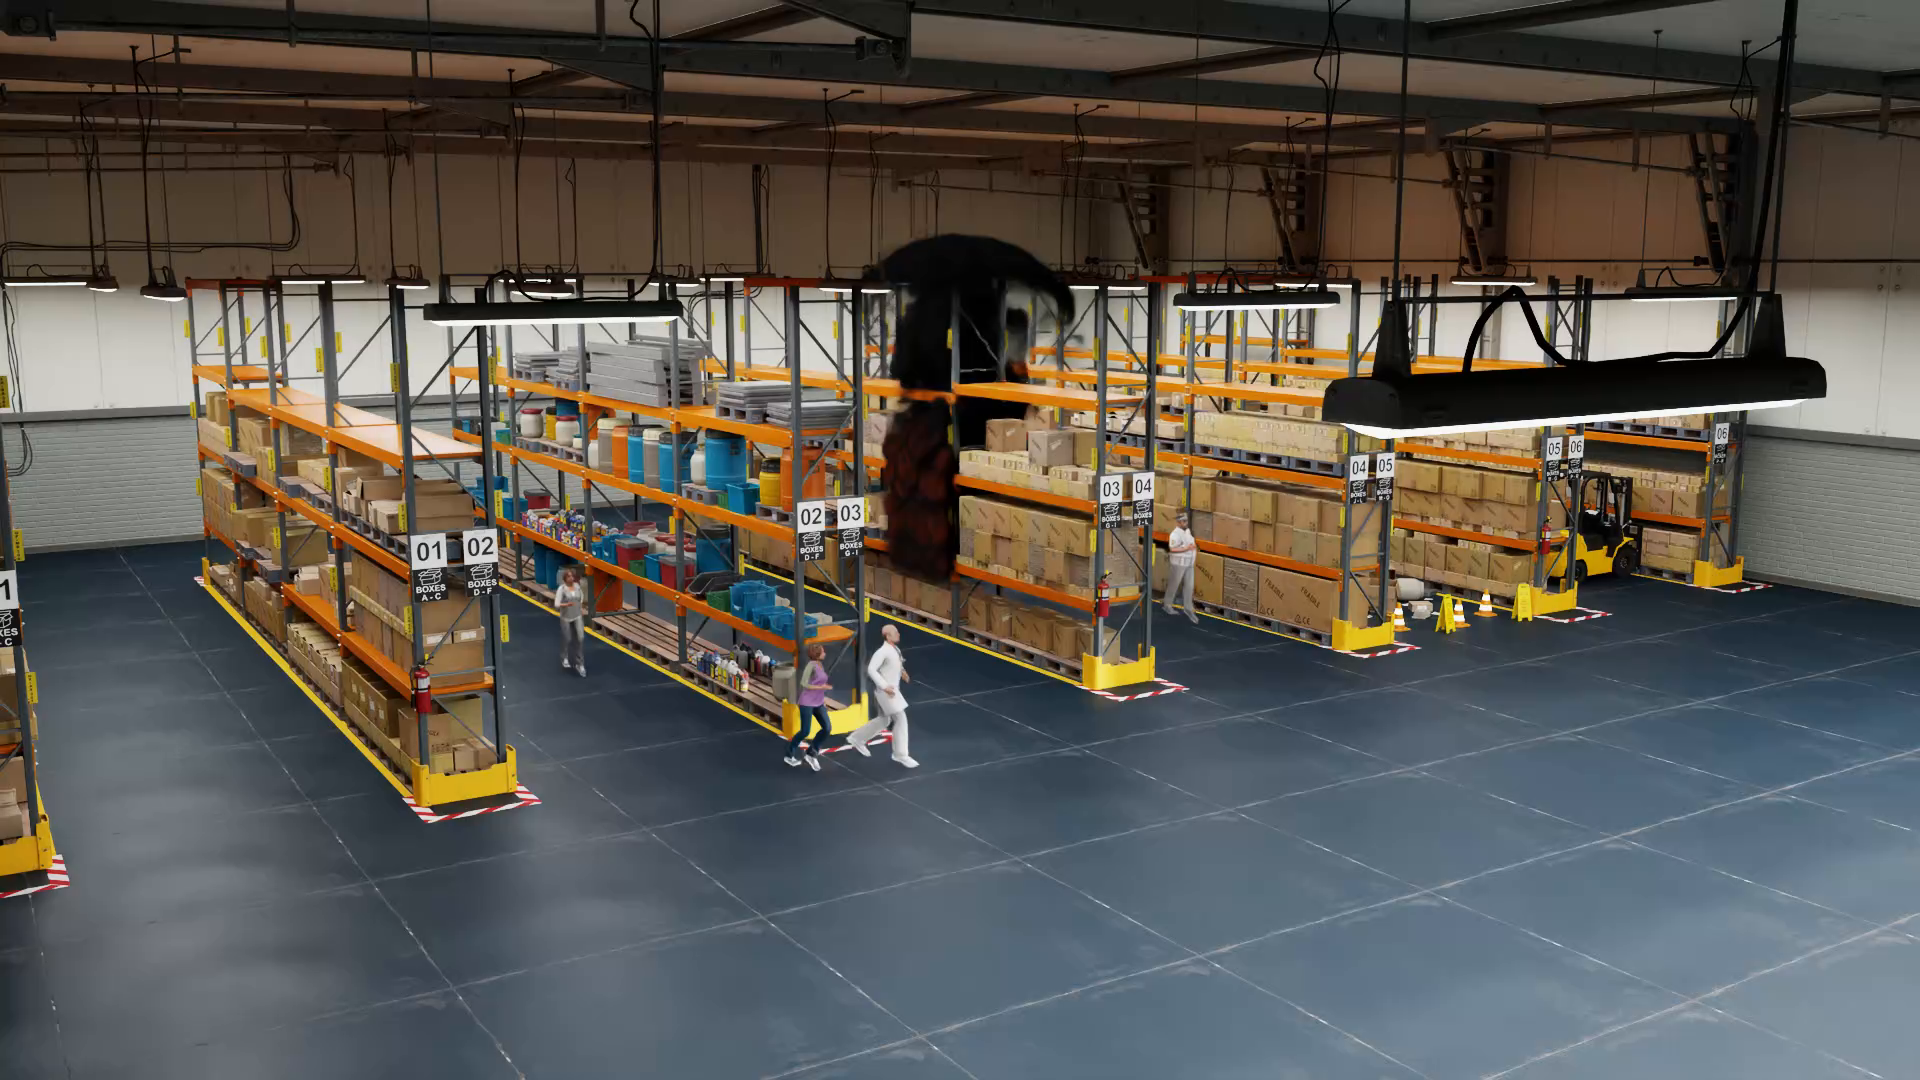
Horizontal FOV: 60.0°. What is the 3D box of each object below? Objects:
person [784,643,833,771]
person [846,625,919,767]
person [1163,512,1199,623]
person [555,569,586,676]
[{"bbox_3d":[-1.843,2.085,20.936,0.641,1.589,0.553,5,11,28],"label":"person"},{"bbox_3d":[-0.985,1.918,21.064,0.926,1.737,0.722,0,10,2],"label":"person"},{"bbox_3d":[3.796,0.466,28.300,0.640,1.889,0.729,-8,12,-40],"label":"person"},{"bbox_3d":[-6.010,1.252,25.682,0.520,1.635,0.706,-6,11,-31],"label":"person"}]
